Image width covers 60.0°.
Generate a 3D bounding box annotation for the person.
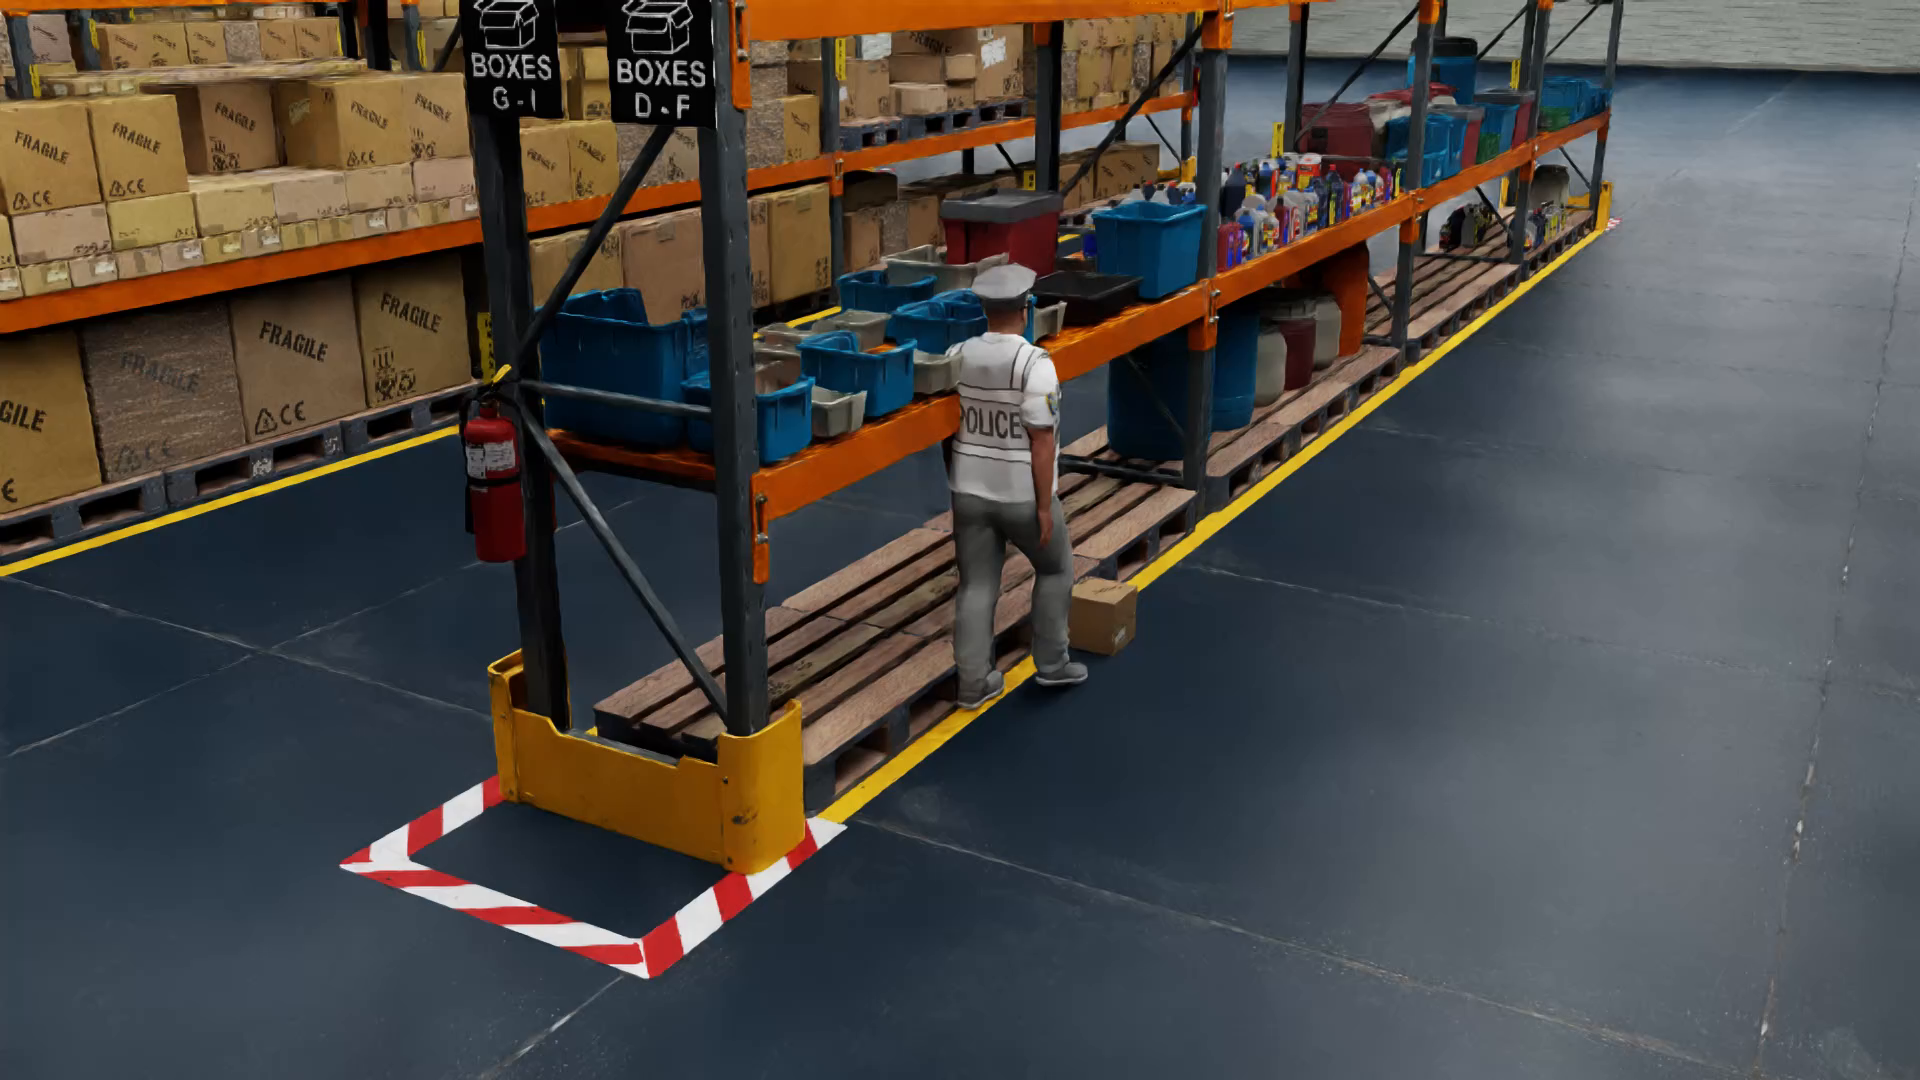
[{"bbox_3d":[0.192,-0.214,6.631,0.536,1.770,0.612,10,22,26],"label":"person"}]
